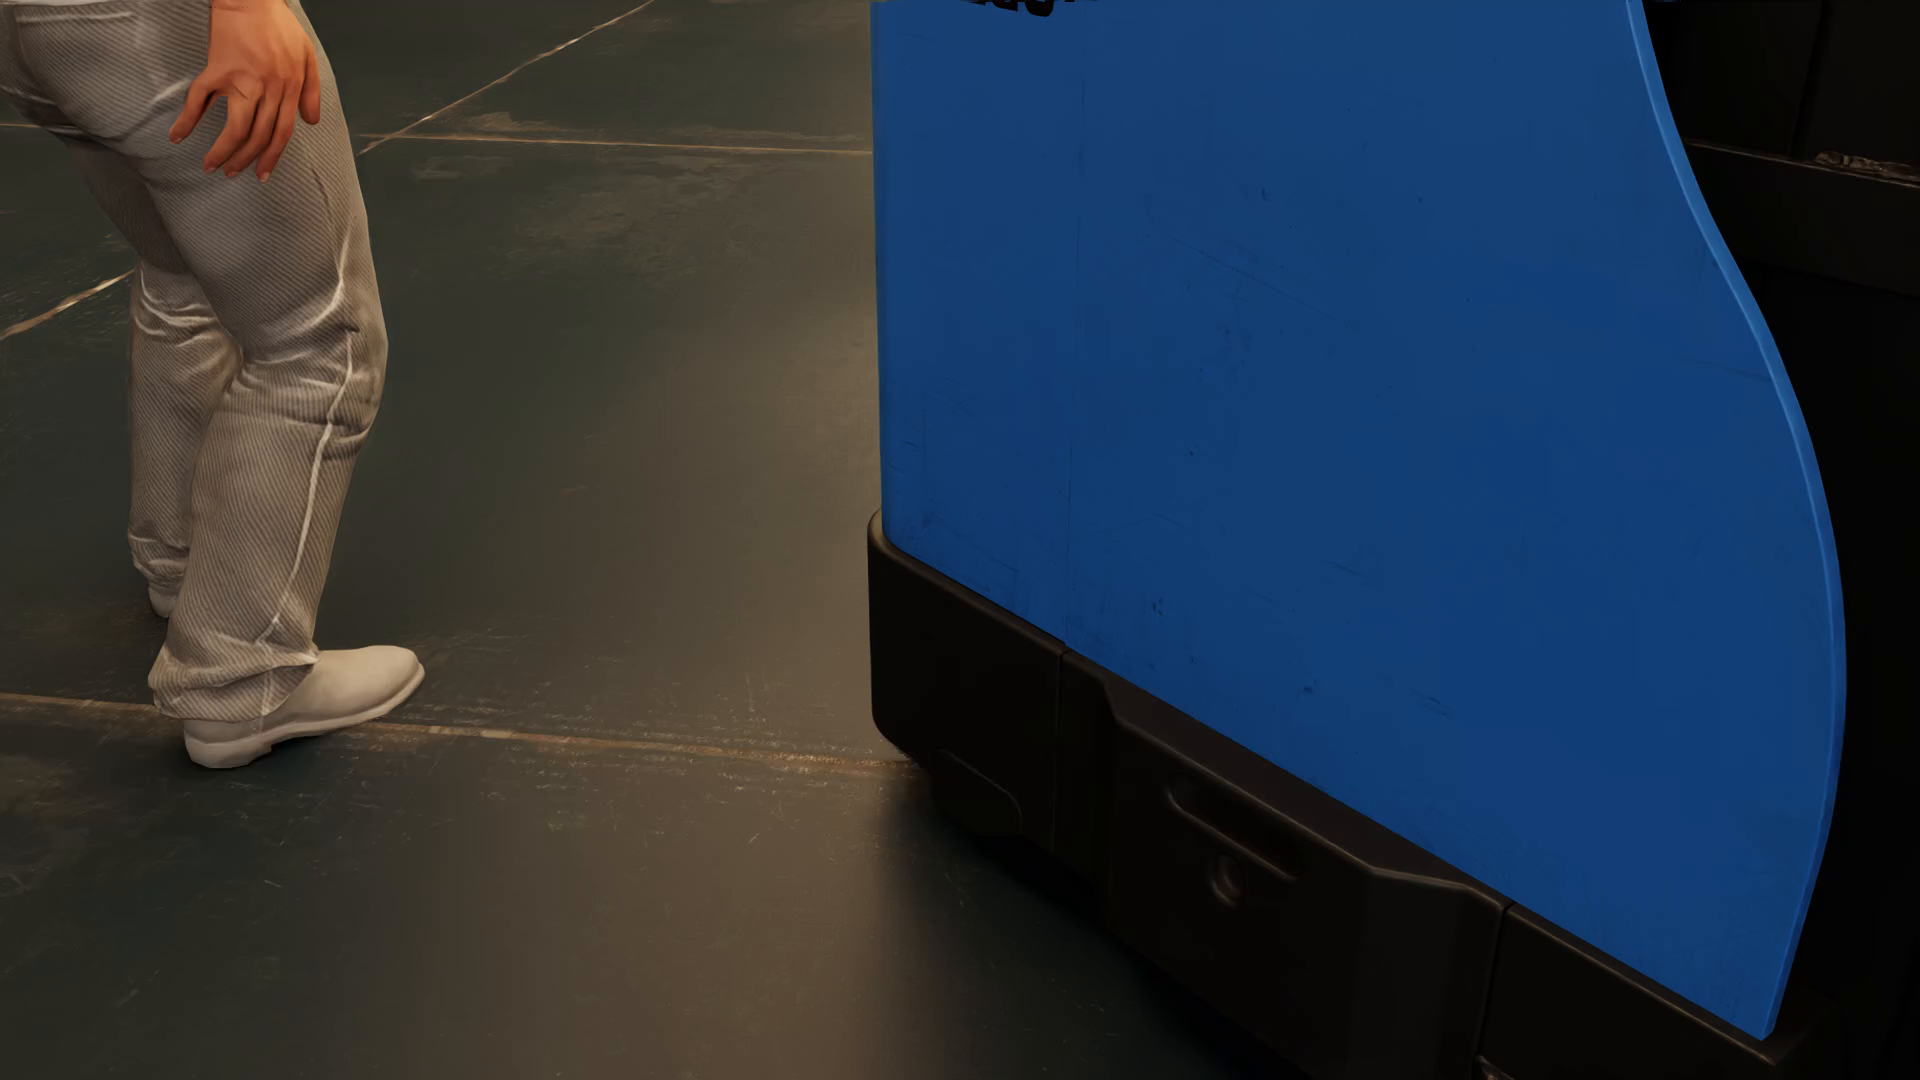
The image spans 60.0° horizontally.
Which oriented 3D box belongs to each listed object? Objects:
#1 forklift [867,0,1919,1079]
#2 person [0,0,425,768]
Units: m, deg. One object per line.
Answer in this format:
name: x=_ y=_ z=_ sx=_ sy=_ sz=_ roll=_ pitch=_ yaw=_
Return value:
forklift: x=1.224 y=-0.683 z=0.586 sx=1.130 sy=2.935 sz=3.031 roll=-20 pitch=33 yaw=-35
person: x=-0.874 y=-0.618 z=1.808 sx=0.853 sy=1.741 sz=0.459 roll=22 pitch=34 yaw=36
